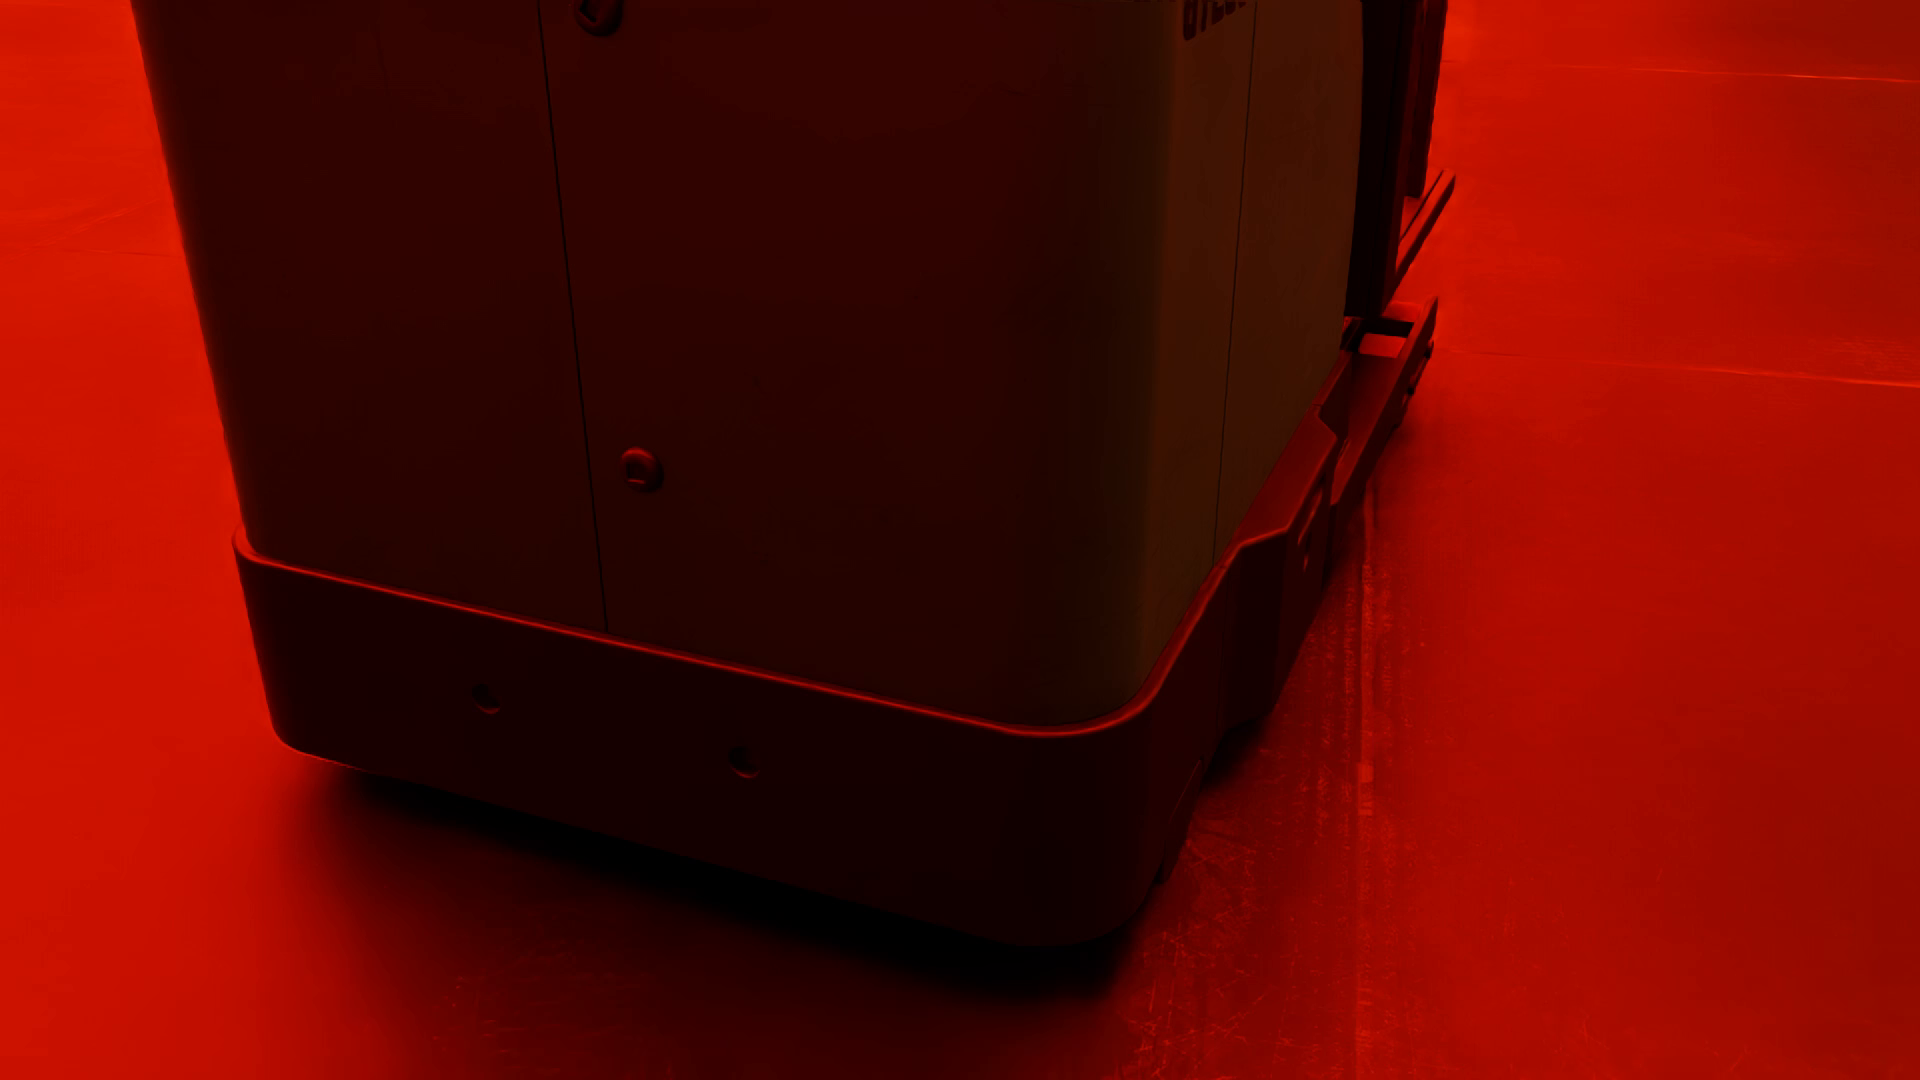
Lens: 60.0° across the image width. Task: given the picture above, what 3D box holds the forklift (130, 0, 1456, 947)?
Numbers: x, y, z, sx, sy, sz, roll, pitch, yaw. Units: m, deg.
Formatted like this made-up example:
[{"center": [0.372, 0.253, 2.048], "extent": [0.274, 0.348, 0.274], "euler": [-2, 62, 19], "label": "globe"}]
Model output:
[{"center": [0.229, -1.564, 2.345], "extent": [1.130, 2.935, 3.031], "euler": [11, 29, 20], "label": "forklift"}]
